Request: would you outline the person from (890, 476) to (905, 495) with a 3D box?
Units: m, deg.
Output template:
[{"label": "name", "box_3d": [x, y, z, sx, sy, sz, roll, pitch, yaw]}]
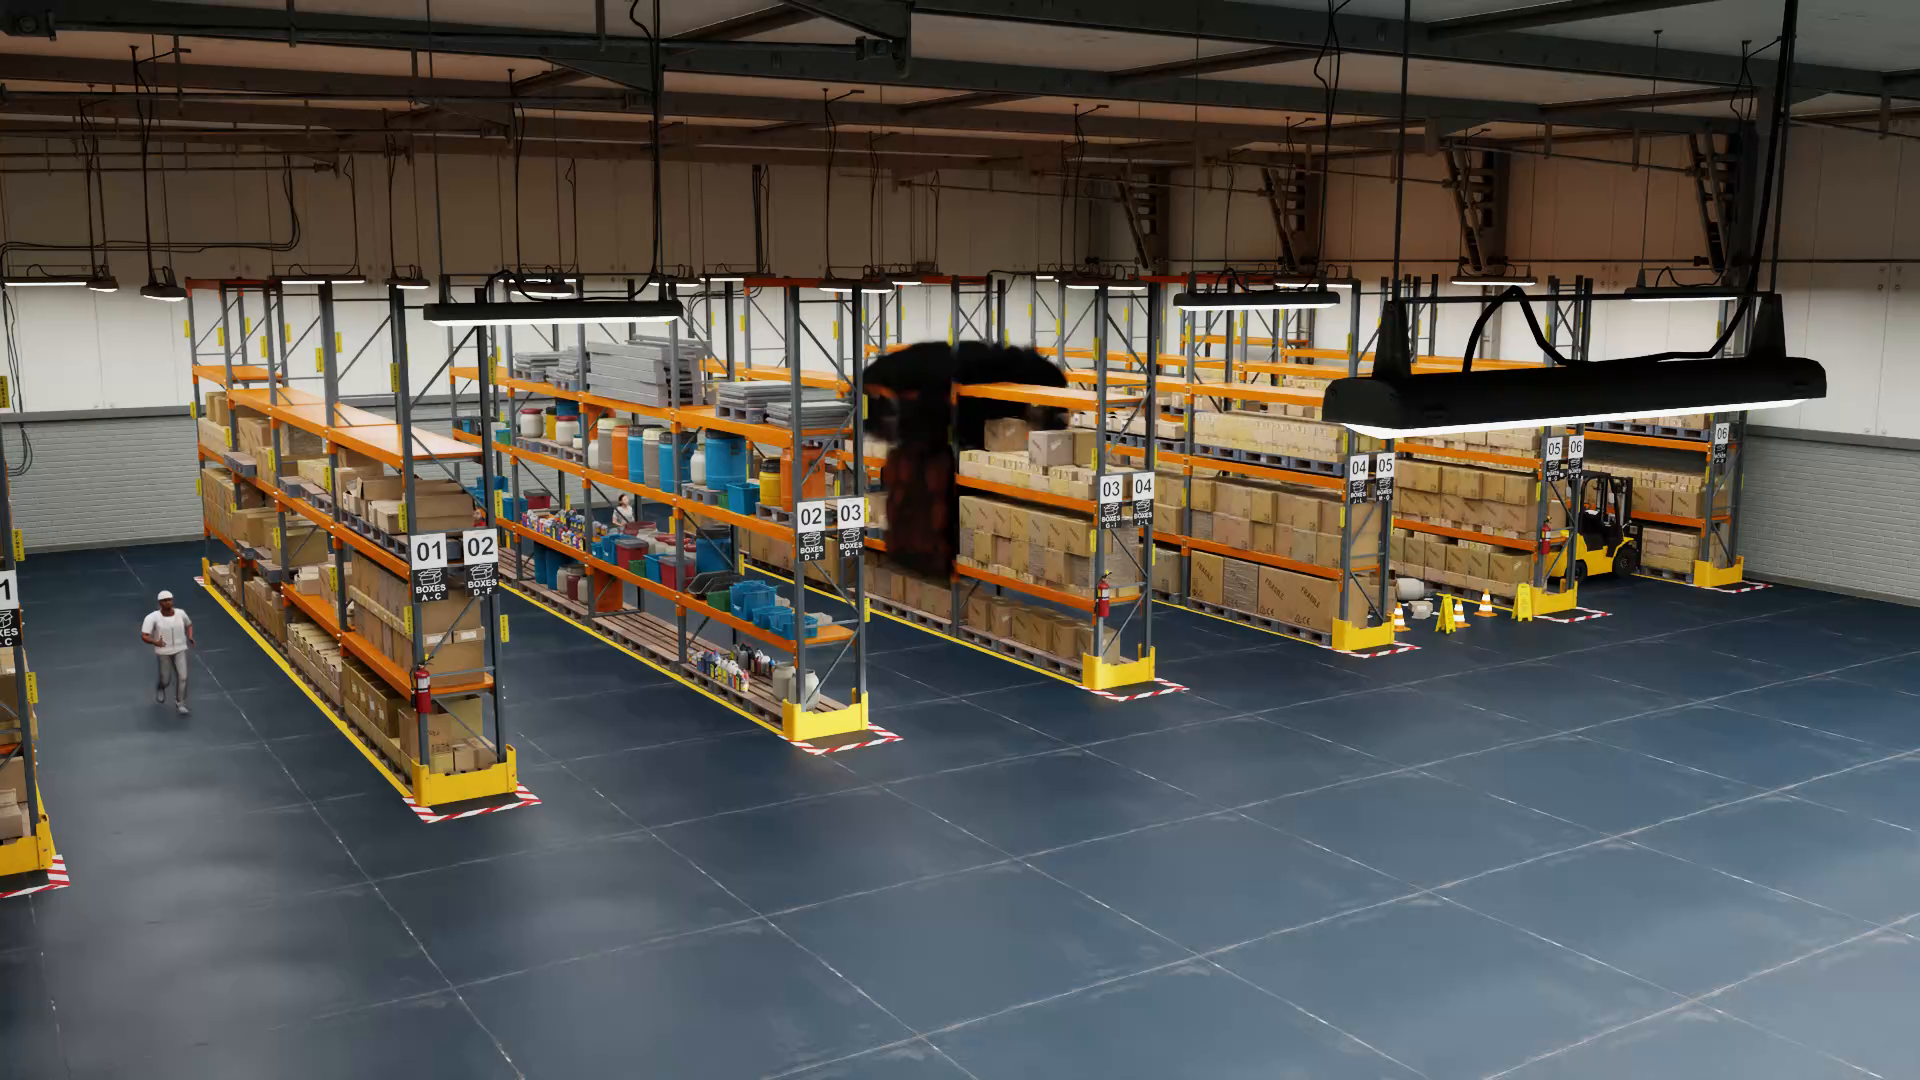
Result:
[{"label": "person", "box_3d": [-1.504, -0.663, 37.219, 0.607, 1.619, 0.686, -8, 12, -39]}]

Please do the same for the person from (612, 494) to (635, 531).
[{"label": "person", "box_3d": [-6.816, -0.138, 33.919, 0.574, 1.628, 0.758, -8, 13, -40]}]

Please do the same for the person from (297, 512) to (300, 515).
[{"label": "person", "box_3d": [-13.783, -0.146, 34.249, 0.784, 1.570, 0.580, 1, 10, 5]}]

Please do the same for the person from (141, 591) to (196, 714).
[{"label": "person", "box_3d": [-11.140, 1.572, 23.480, 0.714, 1.731, 0.756, -8, 13, -40]}]

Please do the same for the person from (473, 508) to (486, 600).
[{"label": "person", "box_3d": [-8.600, 0.291, 29.767, 0.645, 1.740, 0.586, -4, 10, -21]}]
